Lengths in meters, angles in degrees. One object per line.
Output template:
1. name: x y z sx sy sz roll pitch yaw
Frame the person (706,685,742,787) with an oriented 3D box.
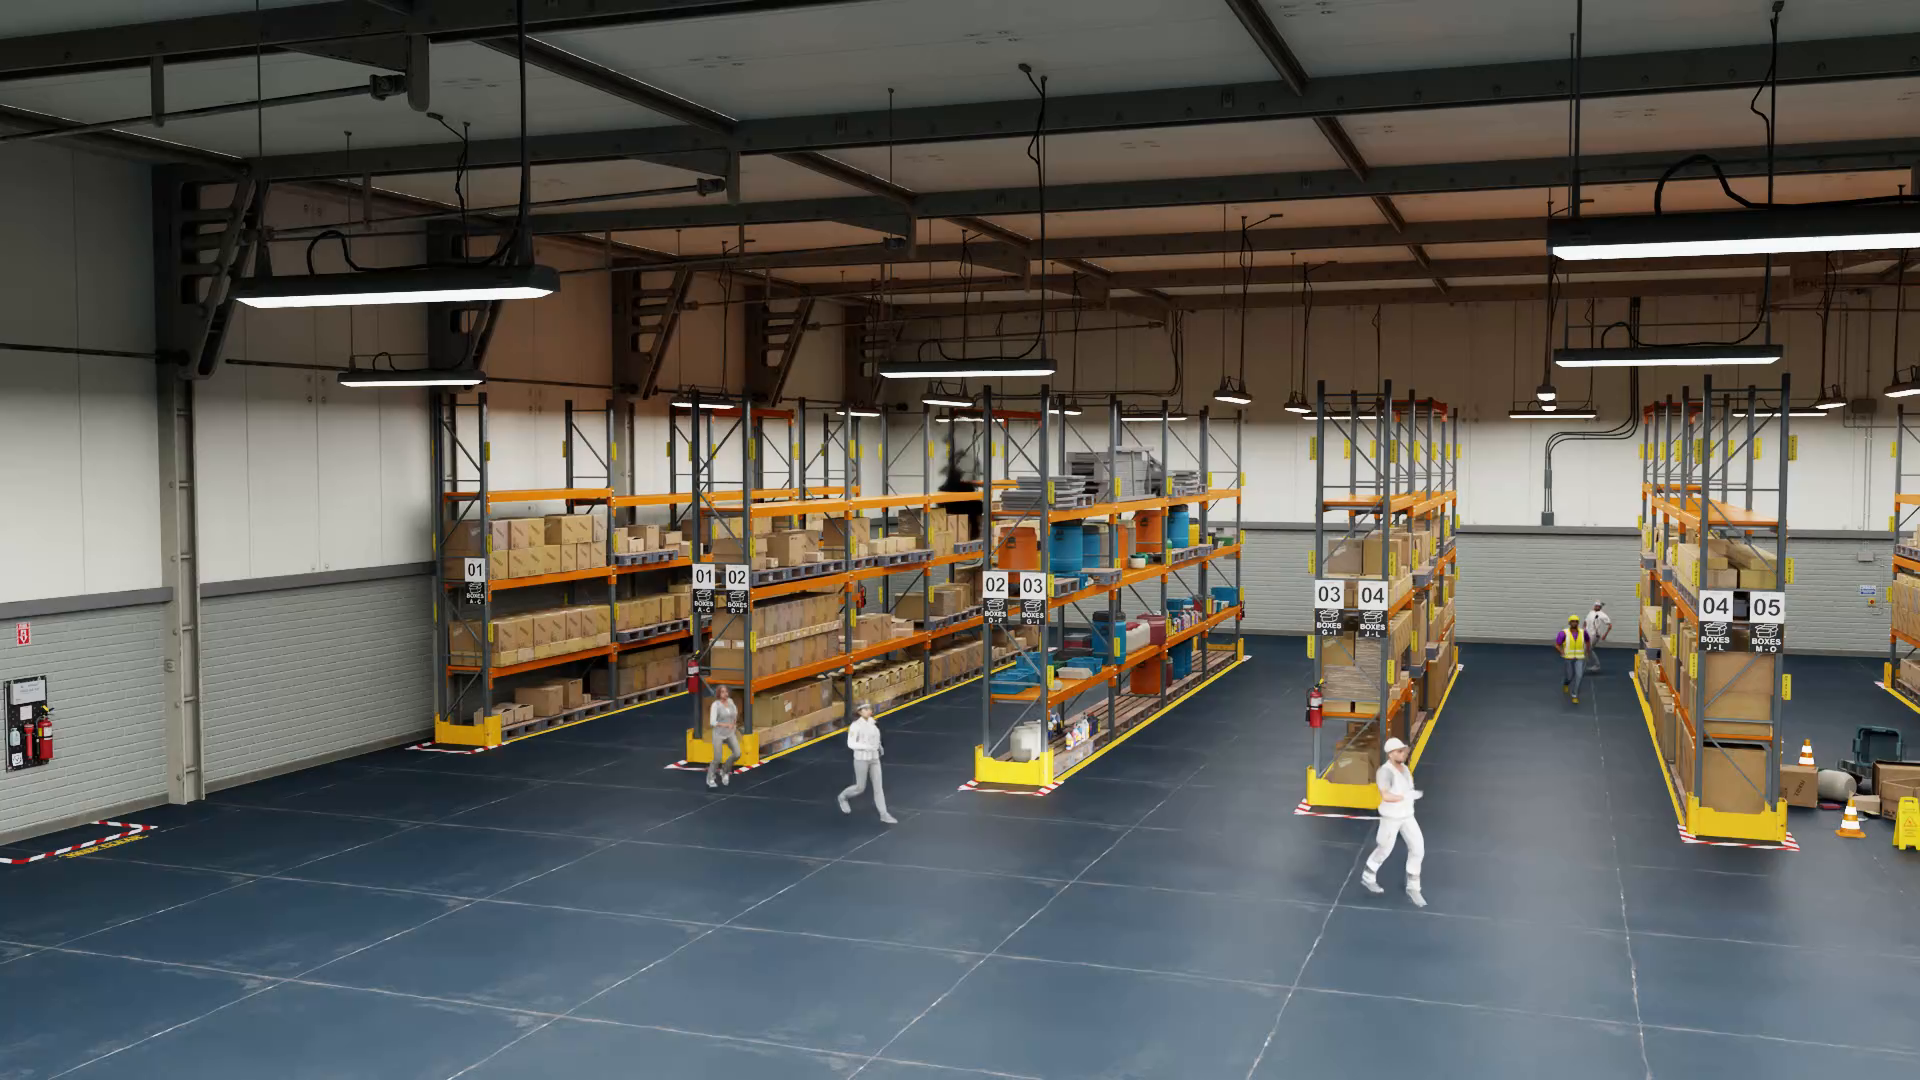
1. person: -3.463 2.900 24.535 0.559 1.555 0.760 -2 4 -37

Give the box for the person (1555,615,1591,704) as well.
1. person: 12.263 2.368 33.233 0.701 1.749 0.831 1 3 9

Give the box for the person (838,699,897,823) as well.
1. person: -1.227 2.940 22.340 0.627 1.636 1.046 -3 4 -43

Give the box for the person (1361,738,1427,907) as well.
1. person: 4.842 3.115 18.488 0.648 1.845 0.799 -2 4 -36

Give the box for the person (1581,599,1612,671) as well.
1. person: 14.230 2.180 37.476 0.779 1.693 0.617 -1 3 -15
